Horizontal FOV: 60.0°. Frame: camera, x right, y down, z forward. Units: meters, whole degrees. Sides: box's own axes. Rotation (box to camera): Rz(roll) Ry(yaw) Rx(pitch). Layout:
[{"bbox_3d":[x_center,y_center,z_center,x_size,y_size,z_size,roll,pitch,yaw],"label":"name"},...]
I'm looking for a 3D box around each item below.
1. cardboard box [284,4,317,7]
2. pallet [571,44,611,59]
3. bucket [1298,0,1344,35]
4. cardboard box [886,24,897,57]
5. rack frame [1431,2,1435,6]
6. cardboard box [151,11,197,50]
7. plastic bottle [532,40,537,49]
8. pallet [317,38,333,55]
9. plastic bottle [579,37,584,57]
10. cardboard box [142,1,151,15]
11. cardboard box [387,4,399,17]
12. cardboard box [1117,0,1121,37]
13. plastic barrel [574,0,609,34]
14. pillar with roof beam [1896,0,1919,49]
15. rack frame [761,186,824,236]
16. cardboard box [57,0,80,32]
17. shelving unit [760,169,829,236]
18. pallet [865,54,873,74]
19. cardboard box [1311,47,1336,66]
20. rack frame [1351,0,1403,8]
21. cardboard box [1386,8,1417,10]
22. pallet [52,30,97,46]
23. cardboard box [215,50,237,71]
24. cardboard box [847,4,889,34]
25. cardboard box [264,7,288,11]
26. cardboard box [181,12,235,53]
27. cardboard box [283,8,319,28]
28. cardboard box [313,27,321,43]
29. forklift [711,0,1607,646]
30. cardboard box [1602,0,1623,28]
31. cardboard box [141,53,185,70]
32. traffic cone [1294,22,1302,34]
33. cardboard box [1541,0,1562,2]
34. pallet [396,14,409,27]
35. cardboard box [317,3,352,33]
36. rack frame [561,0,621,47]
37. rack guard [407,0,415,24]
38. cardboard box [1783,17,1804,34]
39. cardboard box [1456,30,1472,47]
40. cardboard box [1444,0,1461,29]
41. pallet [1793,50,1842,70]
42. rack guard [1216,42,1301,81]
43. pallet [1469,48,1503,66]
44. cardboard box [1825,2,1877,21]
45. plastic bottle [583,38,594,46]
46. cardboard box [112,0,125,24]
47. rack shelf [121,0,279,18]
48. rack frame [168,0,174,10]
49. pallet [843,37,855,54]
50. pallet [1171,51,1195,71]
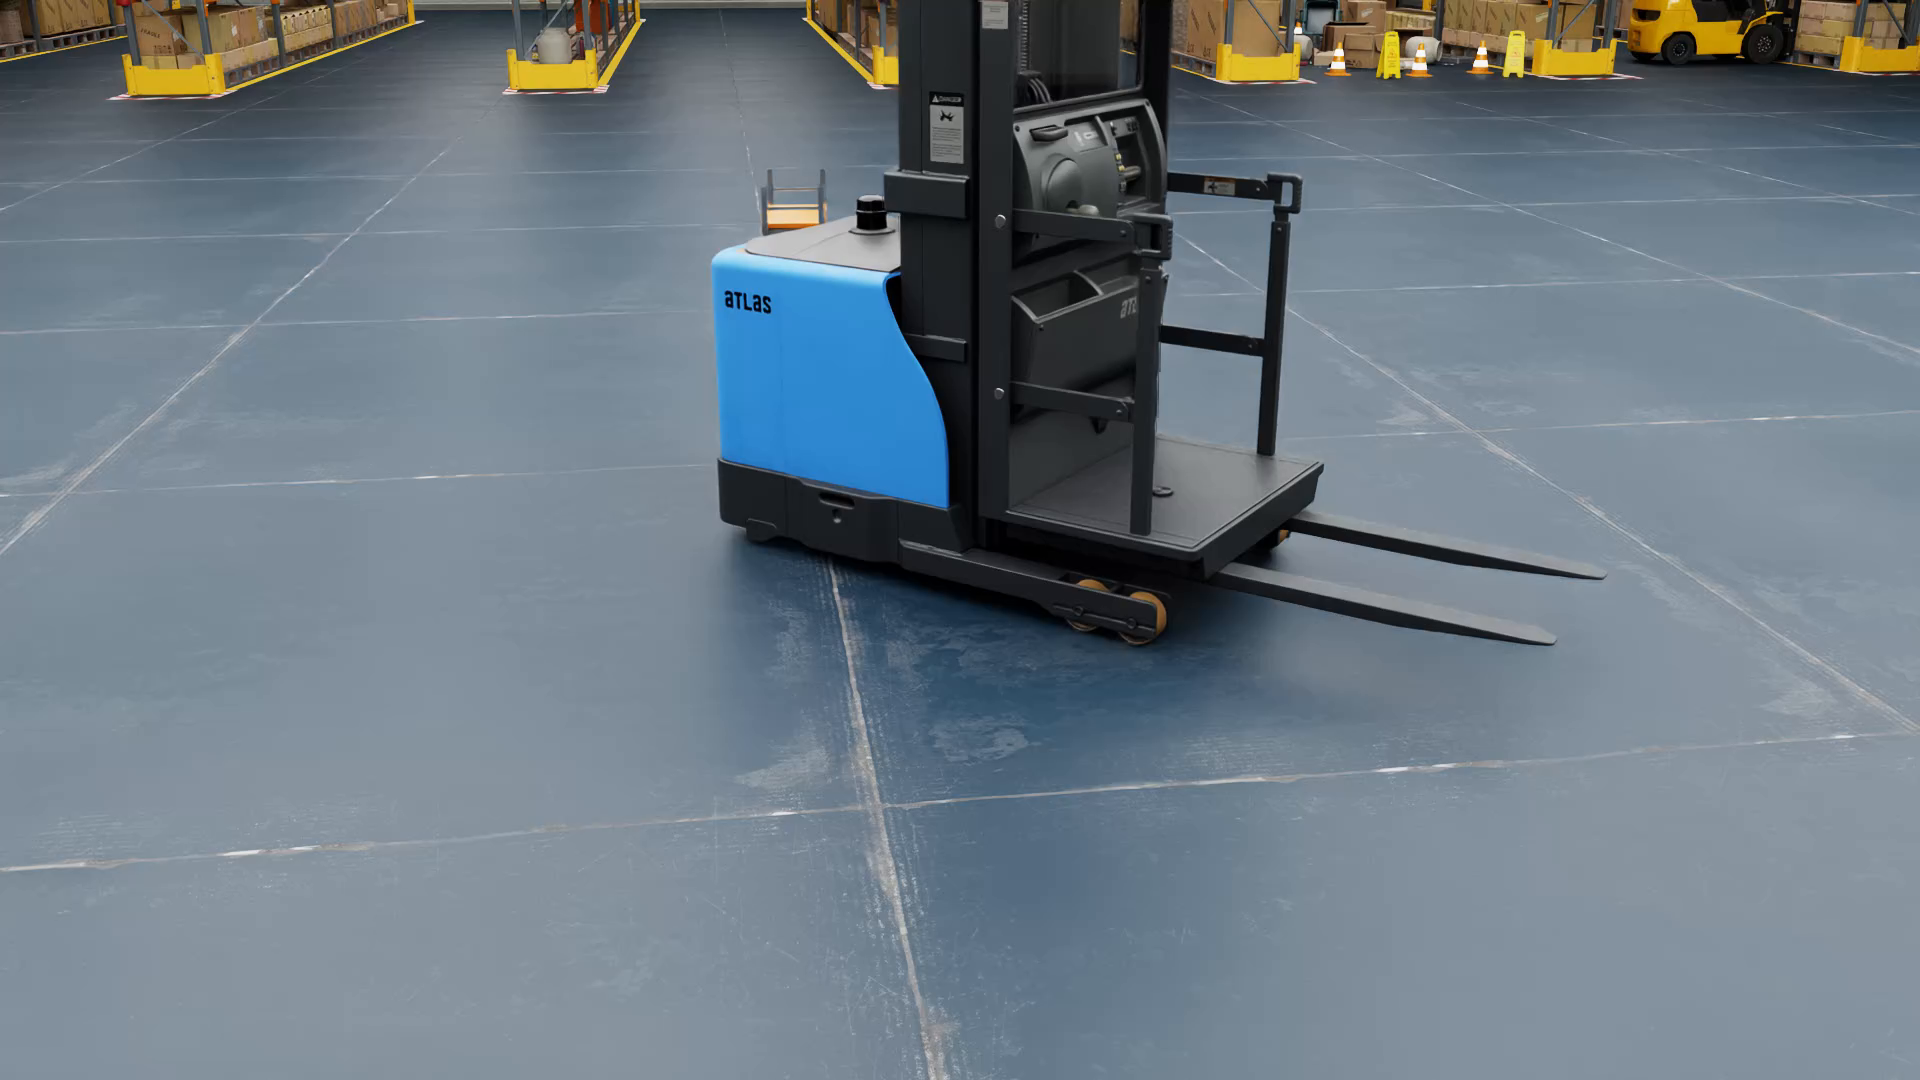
[{"bbox_3d":[-11.949,-9.483,30.264,0.500,0.500,0.500,-2,21,-6],"label":"cardboard box"},{"bbox_3d":[-6.254,-7.964,27.236,1.003,0.211,1.213,-3,21,-8],"label":"pallet"},{"bbox_3d":[6.022,-8.713,27.763,0.726,0.611,0.620,4,11,11],"label":"bucket"},{"bbox_3d":[-0.819,-7.313,24.481,0.500,0.500,0.500,2,21,6],"label":"cardboard box"},{"bbox_3d":[11.786,-14.156,39.831,1.000,3.000,0.127,-3,21,-8],"label":"rack frame"},{"bbox_3d":[-10.959,-7.143,23.311,0.500,0.500,0.500,-3,21,-8],"label":"cardboard box"},{"bbox_3d":[-6.260,-7.202,24.465,0.061,0.283,0.133,-2,21,-6],"label":"plastic bottle"},{"bbox_3d":[-11.502,-8.543,28.788,1.003,0.211,1.213,-3,21,-8],"label":"pallet"},{"bbox_3d":[-5.736,-7.485,25.222,0.061,0.283,0.133,-3,21,-8],"label":"plastic bottle"},{"bbox_3d":[-17.291,-11.096,34.610,0.700,0.500,0.500,-4,21,-10],"label":"cardboard box"},{"bbox_3d":[-12.305,-11.318,35.533,0.500,0.250,0.500,-3,21,-8],"label":"cardboard box"},{"bbox_3d":[3.273,-9.475,29.912,1.050,0.750,0.750,-3,21,-7],"label":"cardboard box"},{"bbox_3d":[-6.767,-9.733,30.491,0.600,0.830,0.708,-3,21,-8],"label":"plastic barrel"},{"bbox_3d":[10.624,-11.496,24.135,9.100,9.000,0.400,-3,21,-8],"label":"pillar with roof beam"},{"bbox_3d":[-0.653,-0.808,6.666,0.240,1.200,0.015,-1,21,-3],"label":"rack frame"},{"bbox_3d":[-16.579,-9.640,30.211,0.750,0.750,0.750,-3,21,-8],"label":"cardboard box"},{"bbox_3d":[-0.667,-0.894,6.894,0.258,1.200,0.503,-1,21,-3],"label":"shelving unit"},{"bbox_3d":[-0.891,-7.289,25.431,1.003,0.211,1.213,-3,21,-8],"label":"pallet"},{"bbox_3d":[5.791,-7.682,26.404,0.396,0.266,0.258,1,20,2],"label":"cardboard box"},{"bbox_3d":[8.028,-11.134,31.741,1.000,3.000,0.127,-3,21,-8],"label":"rack frame"},{"bbox_3d":[8.100,-9.904,31.602,0.950,0.372,0.625,-4,21,-11],"label":"cardboard box"},{"bbox_3d":[-16.695,-9.277,30.753,1.003,0.211,1.213,-3,21,-8],"label":"pallet"},{"bbox_3d":[-10.361,-6.645,23.050,0.500,0.250,0.500,-3,21,-8],"label":"cardboard box"},{"bbox_3d":[-1.662,-9.439,30.144,0.700,0.500,0.500,-4,21,-11],"label":"cardboard box"},{"bbox_3d":[-11.713,-8.930,28.367,0.500,0.311,0.500,-3,21,-9],"label":"cardboard box"},{"bbox_3d":[-10.360,-6.996,22.919,0.500,0.500,0.500,-3,21,-8],"label":"cardboard box"},{"bbox_3d":[-11.111,-8.784,27.976,0.500,0.311,0.500,-3,21,-8],"label":"cardboard box"},{"bbox_3d":[-11.117,-8.523,28.077,0.500,0.250,0.500,-2,21,-7],"label":"cardboard box"},{"bbox_3d":[0.614,-1.250,5.375,3.031,2.935,1.130,13,24,31],"label":"forklift"},{"bbox_3d":[13.016,-10.254,32.176,0.875,0.625,0.625,-2,21,-6],"label":"cardboard box"},{"bbox_3d":[-10.798,-6.446,22.517,0.500,0.250,0.500,-3,21,-8],"label":"cardboard box"},{"bbox_3d":[6.009,-8.970,29.571,0.336,0.463,0.334,-3,21,-8],"label":"traffic cone"},{"bbox_3d":[9.191,-8.281,26.358,0.500,0.500,0.500,-3,21,-7],"label":"cardboard box"},{"bbox_3d":[-12.608,-11.297,36.163,1.003,0.211,1.213,-3,21,-8],"label":"pallet"},{"bbox_3d":[-11.445,-9.524,30.374,0.500,0.500,0.500,-4,21,-10],"label":"cardboard box"},{"bbox_3d":[-6.679,-10.385,29.734,1.000,3.000,0.127,-3,21,-8],"label":"rack frame"},{"bbox_3d":[-12.724,-11.709,36.851,1.175,0.500,0.348,-3,21,-8],"label":"rack guard"},{"bbox_3d":[13.556,-8.264,26.670,0.500,0.250,0.500,-3,21,-9],"label":"cardboard box"},{"bbox_3d":[8.511,-8.256,27.364,0.500,0.250,0.500,-2,21,-5],"label":"cardboard box"},{"bbox_3d":[8.423,-8.792,27.726,0.500,0.500,0.500,-2,21,-5],"label":"cardboard box"},{"bbox_3d":[13.941,-7.573,26.190,1.003,0.211,1.213,-3,21,-8],"label":"pallet"},{"bbox_3d":[4.301,-6.901,23.978,1.175,0.500,0.348,-3,21,-8],"label":"rack guard"},{"bbox_3d":[8.916,-7.789,26.769,1.003,0.211,1.213,-3,21,-8],"label":"pallet"},{"bbox_3d":[13.718,-8.137,25.616,0.500,0.250,0.500,-2,21,-6],"label":"cardboard box"},{"bbox_3d":[-5.631,-7.487,25.239,0.152,0.276,0.135,-3,21,-7],"label":"plastic bottle"},{"bbox_3d":[-17.066,-10.560,33.175,0.700,0.500,0.500,-3,21,-7],"label":"cardboard box"},{"bbox_3d":[-10.717,-7.722,23.632,1.077,0.370,4.000,-3,21,-8],"label":"rack shelf"},{"bbox_3d":[-17.636,-12.655,35.812,1.000,3.000,0.127,-3,21,-8],"label":"rack frame"},{"bbox_3d":[-1.494,-8.636,29.037,1.003,0.211,1.213,-3,21,-8],"label":"pallet"},{"bbox_3d":[3.932,-7.468,25.910,1.003,0.211,1.213,-3,21,-8],"label":"pallet"}]
